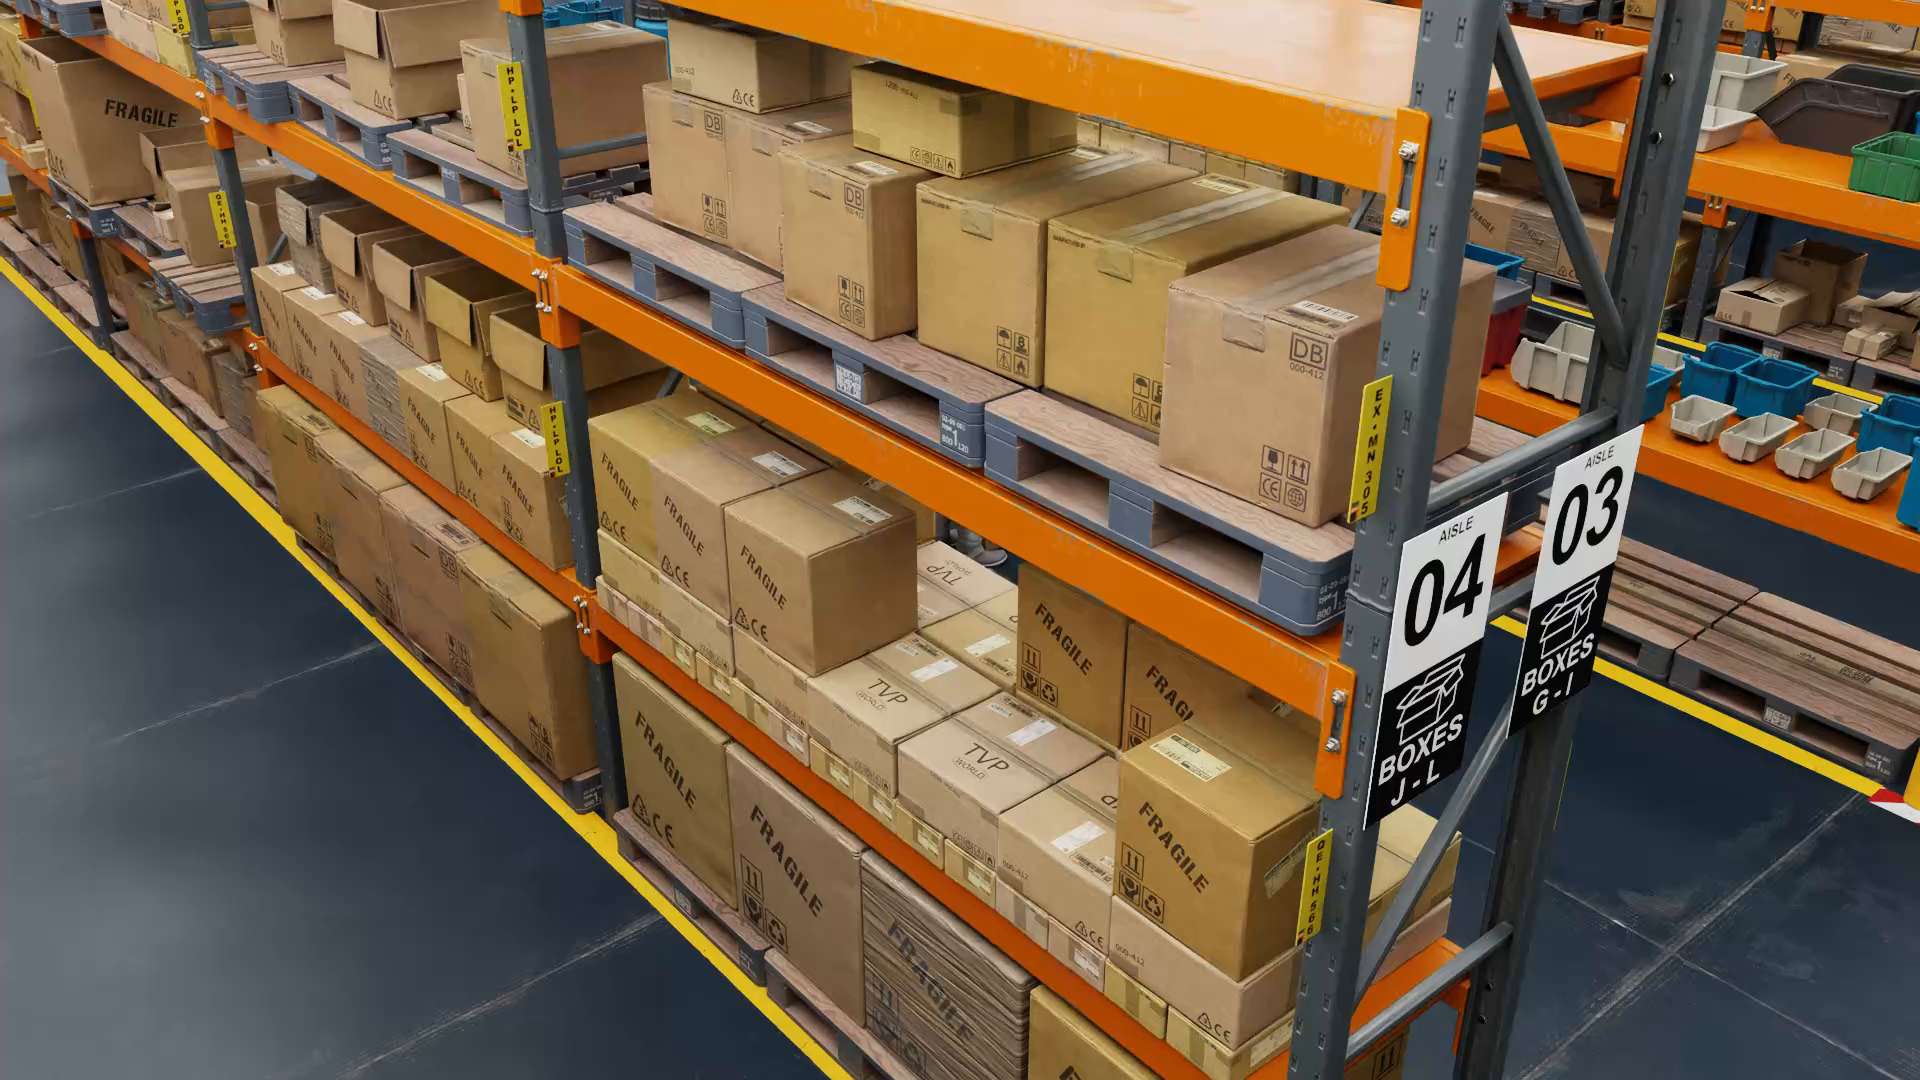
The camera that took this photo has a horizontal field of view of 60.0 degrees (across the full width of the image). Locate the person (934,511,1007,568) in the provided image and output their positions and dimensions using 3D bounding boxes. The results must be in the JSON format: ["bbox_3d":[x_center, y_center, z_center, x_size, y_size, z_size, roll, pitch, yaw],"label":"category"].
[{"bbox_3d":[-0.041,-0.678,9.890,0.437,1.747,0.603,-24,36,-38],"label":"person"}]
